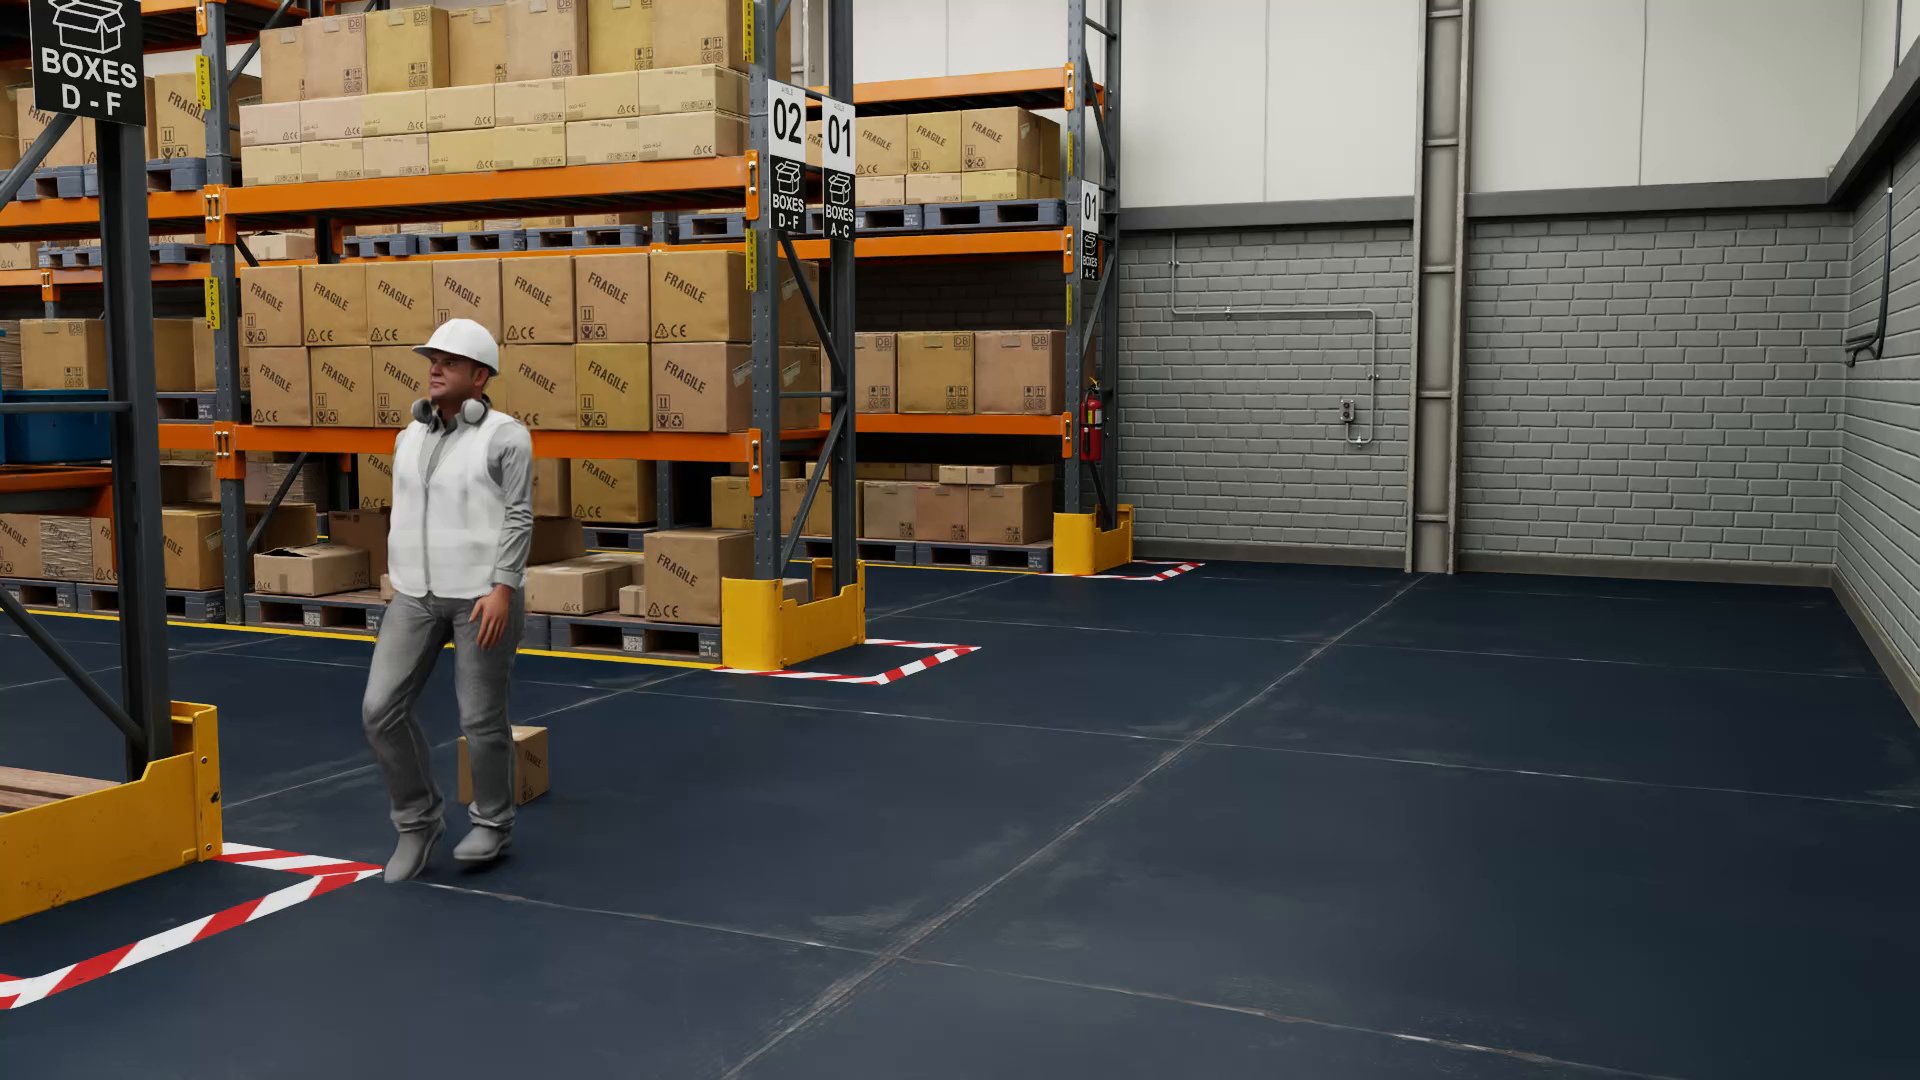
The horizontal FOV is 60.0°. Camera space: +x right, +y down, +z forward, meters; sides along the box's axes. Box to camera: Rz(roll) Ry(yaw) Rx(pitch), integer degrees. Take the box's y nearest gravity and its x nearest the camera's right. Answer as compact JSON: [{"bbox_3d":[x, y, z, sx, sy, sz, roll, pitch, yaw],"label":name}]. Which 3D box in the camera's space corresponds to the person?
[{"bbox_3d":[-1.627,0.202,5.346,0.535,1.819,0.508,1,6,14],"label":"person"}]
